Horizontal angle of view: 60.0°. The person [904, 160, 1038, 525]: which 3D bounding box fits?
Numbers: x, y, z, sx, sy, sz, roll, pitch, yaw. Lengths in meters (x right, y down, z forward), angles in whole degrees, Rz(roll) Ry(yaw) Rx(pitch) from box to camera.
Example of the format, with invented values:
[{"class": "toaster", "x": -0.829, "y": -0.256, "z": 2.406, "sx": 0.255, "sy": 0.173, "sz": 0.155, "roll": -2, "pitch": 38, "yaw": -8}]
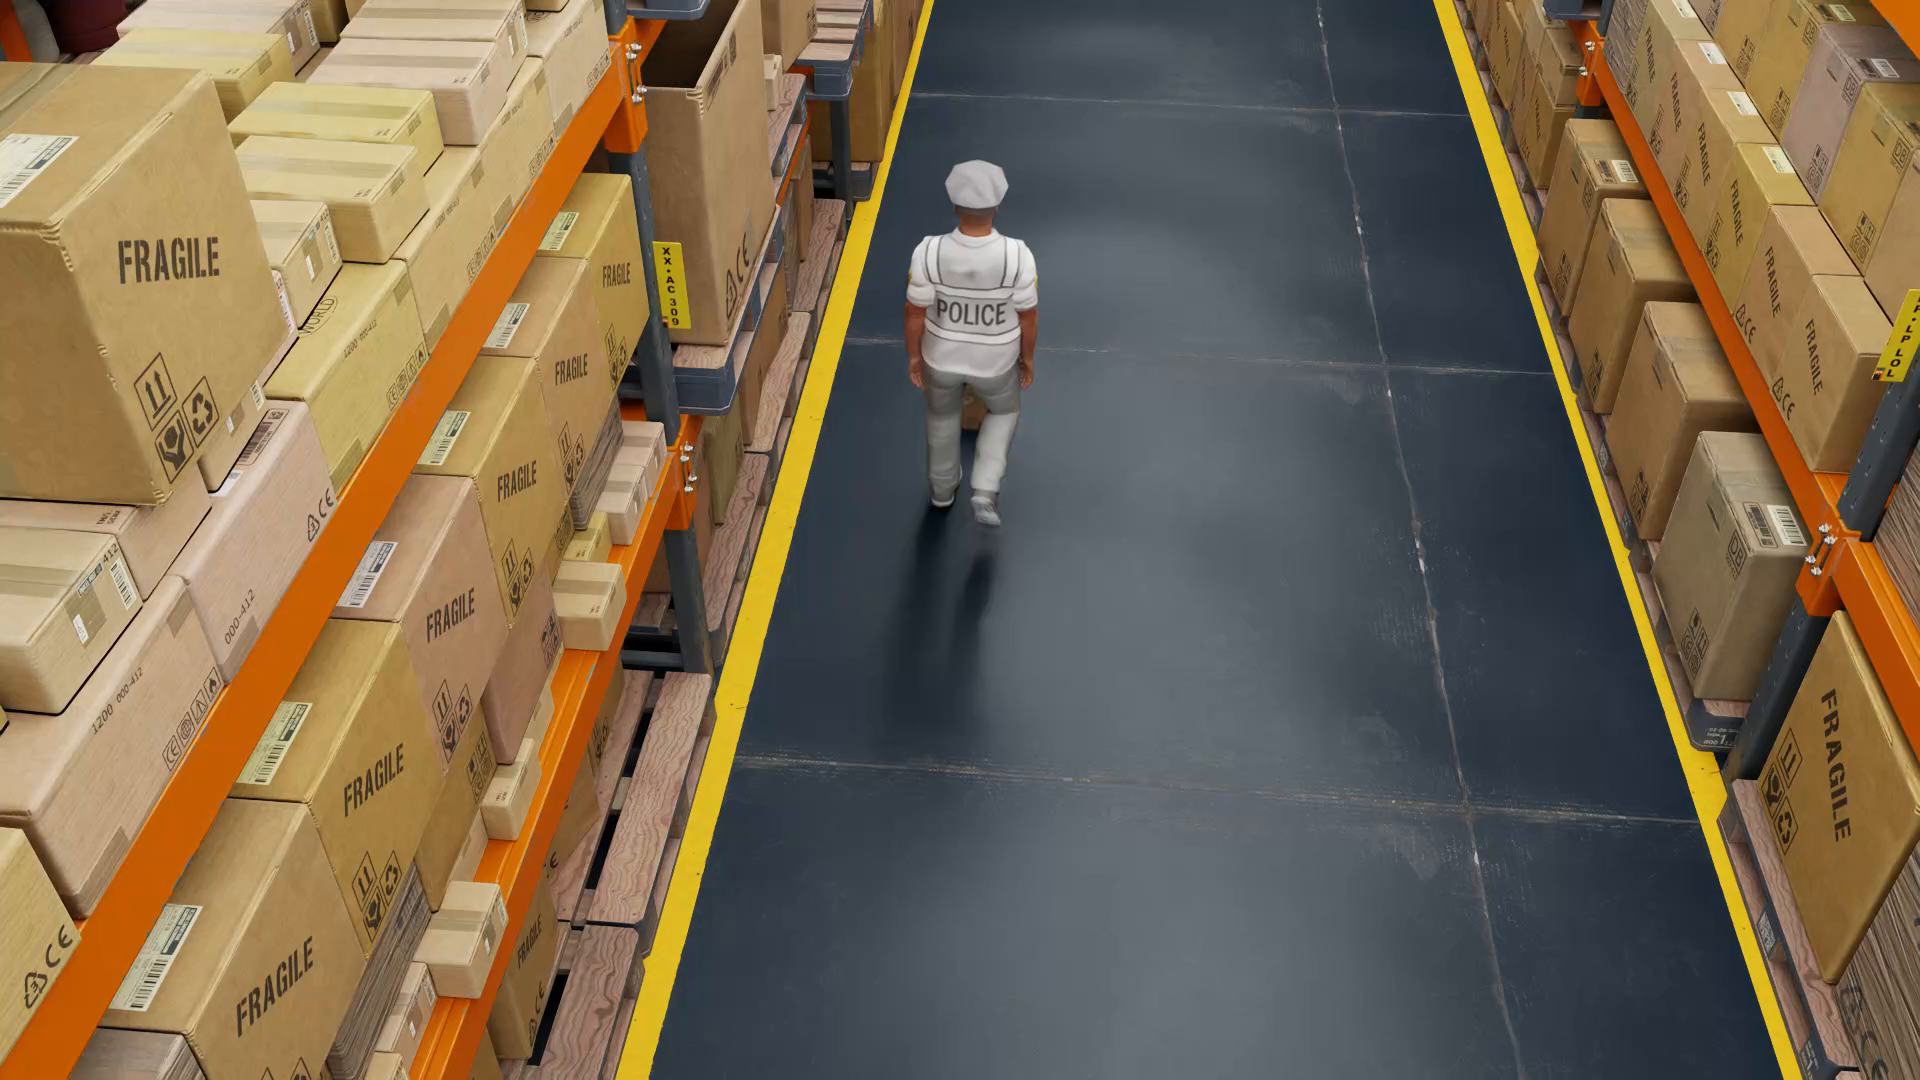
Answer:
[{"class": "person", "x": 0.049, "y": -0.811, "z": 7.091, "sx": 0.558, "sy": 1.751, "sz": 0.633, "roll": 4, "pitch": 40, "yaw": 5}]
